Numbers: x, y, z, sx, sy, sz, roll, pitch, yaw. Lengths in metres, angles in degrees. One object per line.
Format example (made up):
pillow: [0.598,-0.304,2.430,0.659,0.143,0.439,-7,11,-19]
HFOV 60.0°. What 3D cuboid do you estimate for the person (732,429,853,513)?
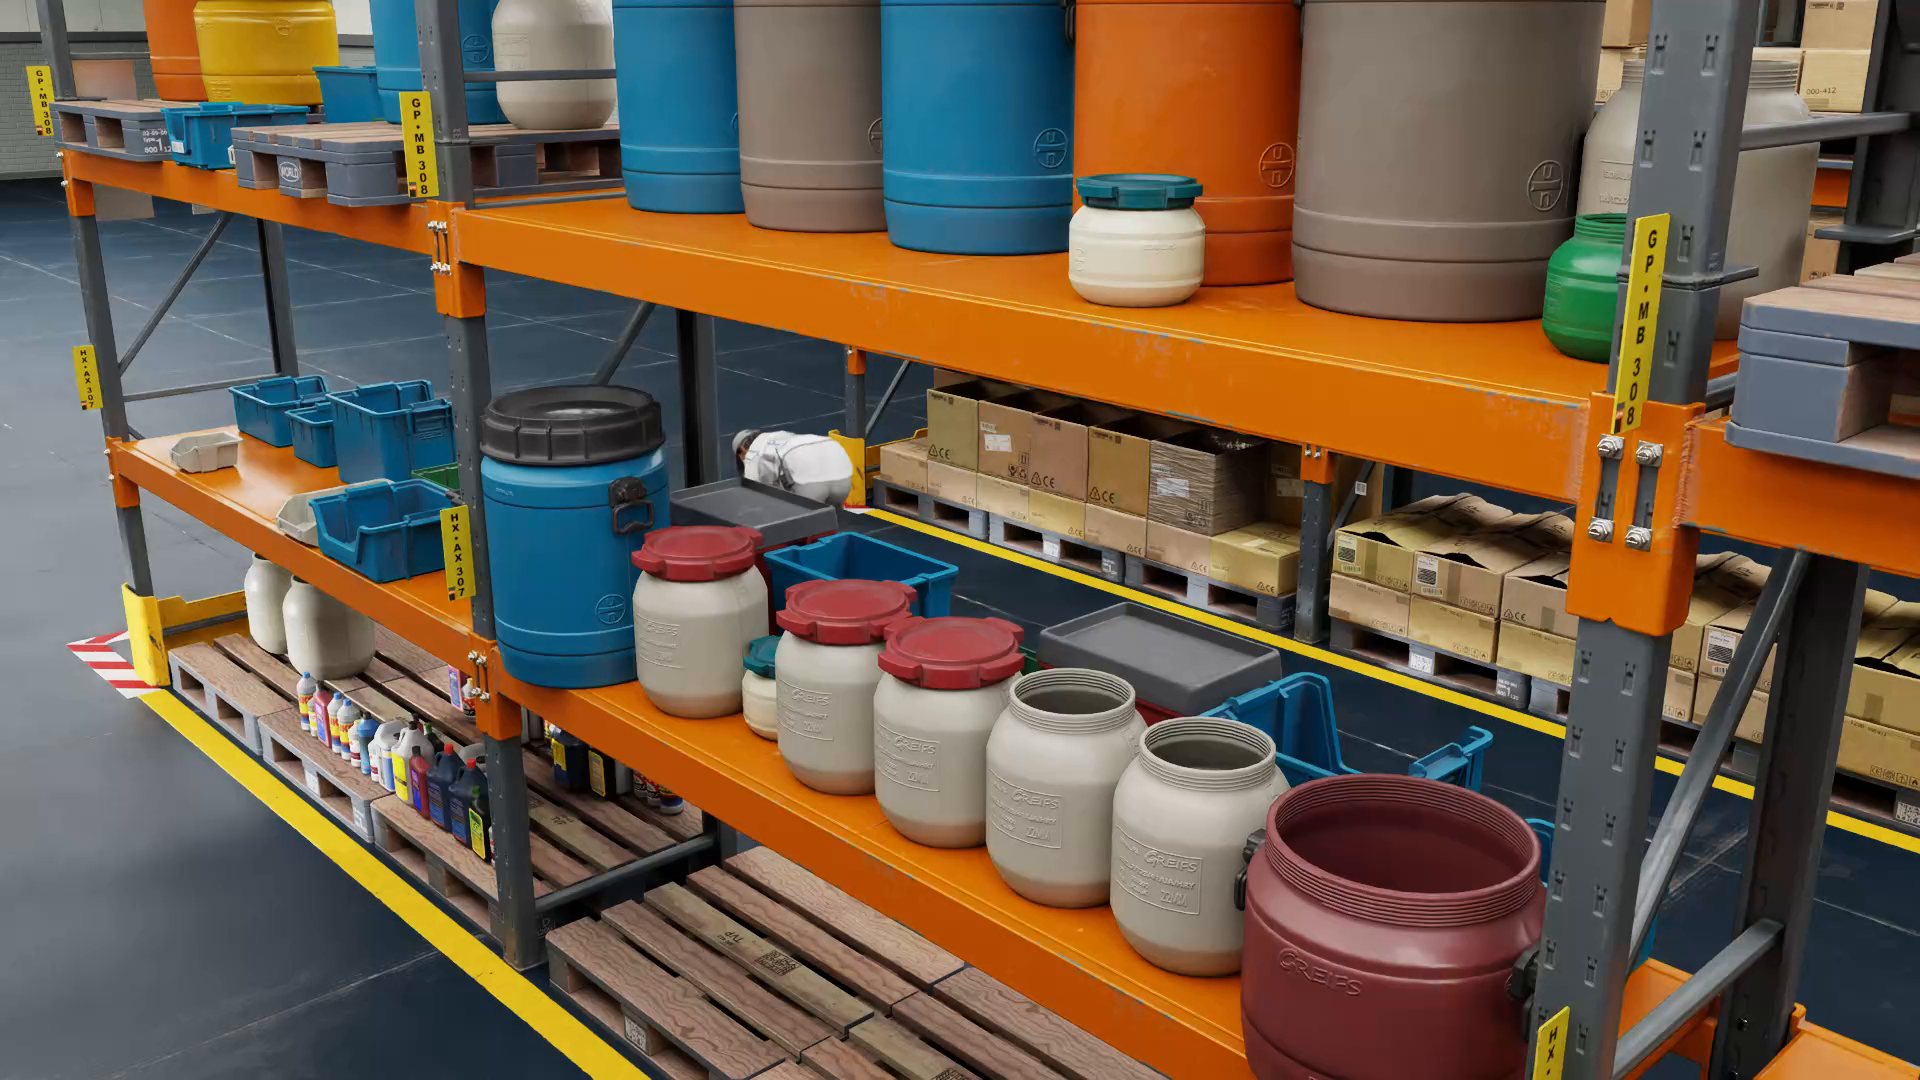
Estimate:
person: [-1.062,-0.152,10.066,0.928,1.047,0.466,16,23,41]
